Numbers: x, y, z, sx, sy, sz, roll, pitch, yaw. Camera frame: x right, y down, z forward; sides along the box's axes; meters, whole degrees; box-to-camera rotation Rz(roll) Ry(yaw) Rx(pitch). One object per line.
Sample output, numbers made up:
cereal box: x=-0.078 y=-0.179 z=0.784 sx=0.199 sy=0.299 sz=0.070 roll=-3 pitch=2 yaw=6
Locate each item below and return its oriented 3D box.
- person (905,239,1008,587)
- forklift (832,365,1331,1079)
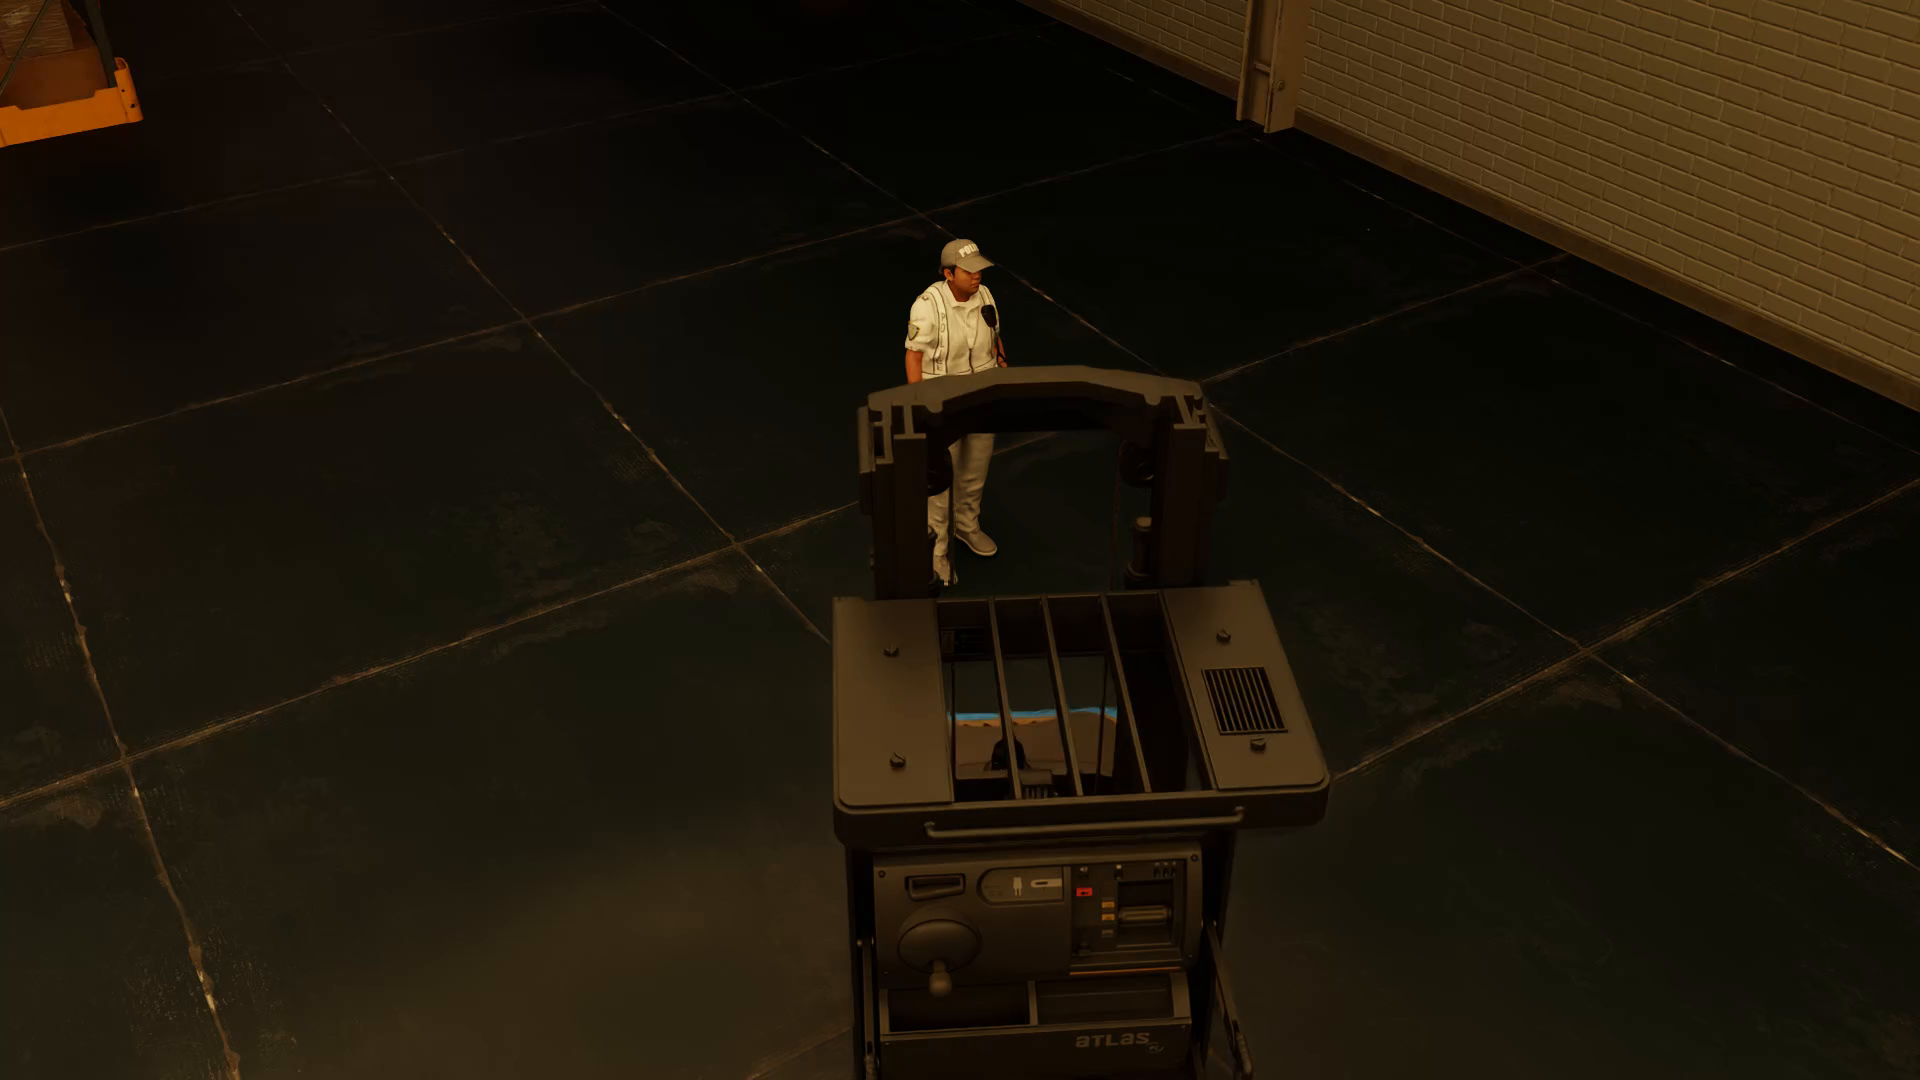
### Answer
person: x=0.023 y=-0.645 z=8.150 sx=0.598 sy=1.670 sz=0.529 roll=-21 pitch=40 yaw=-27
forklift: x=0.240 y=1.136 z=4.531 sx=1.130 sy=2.935 sz=3.031 roll=-2 pitch=35 yaw=-3
